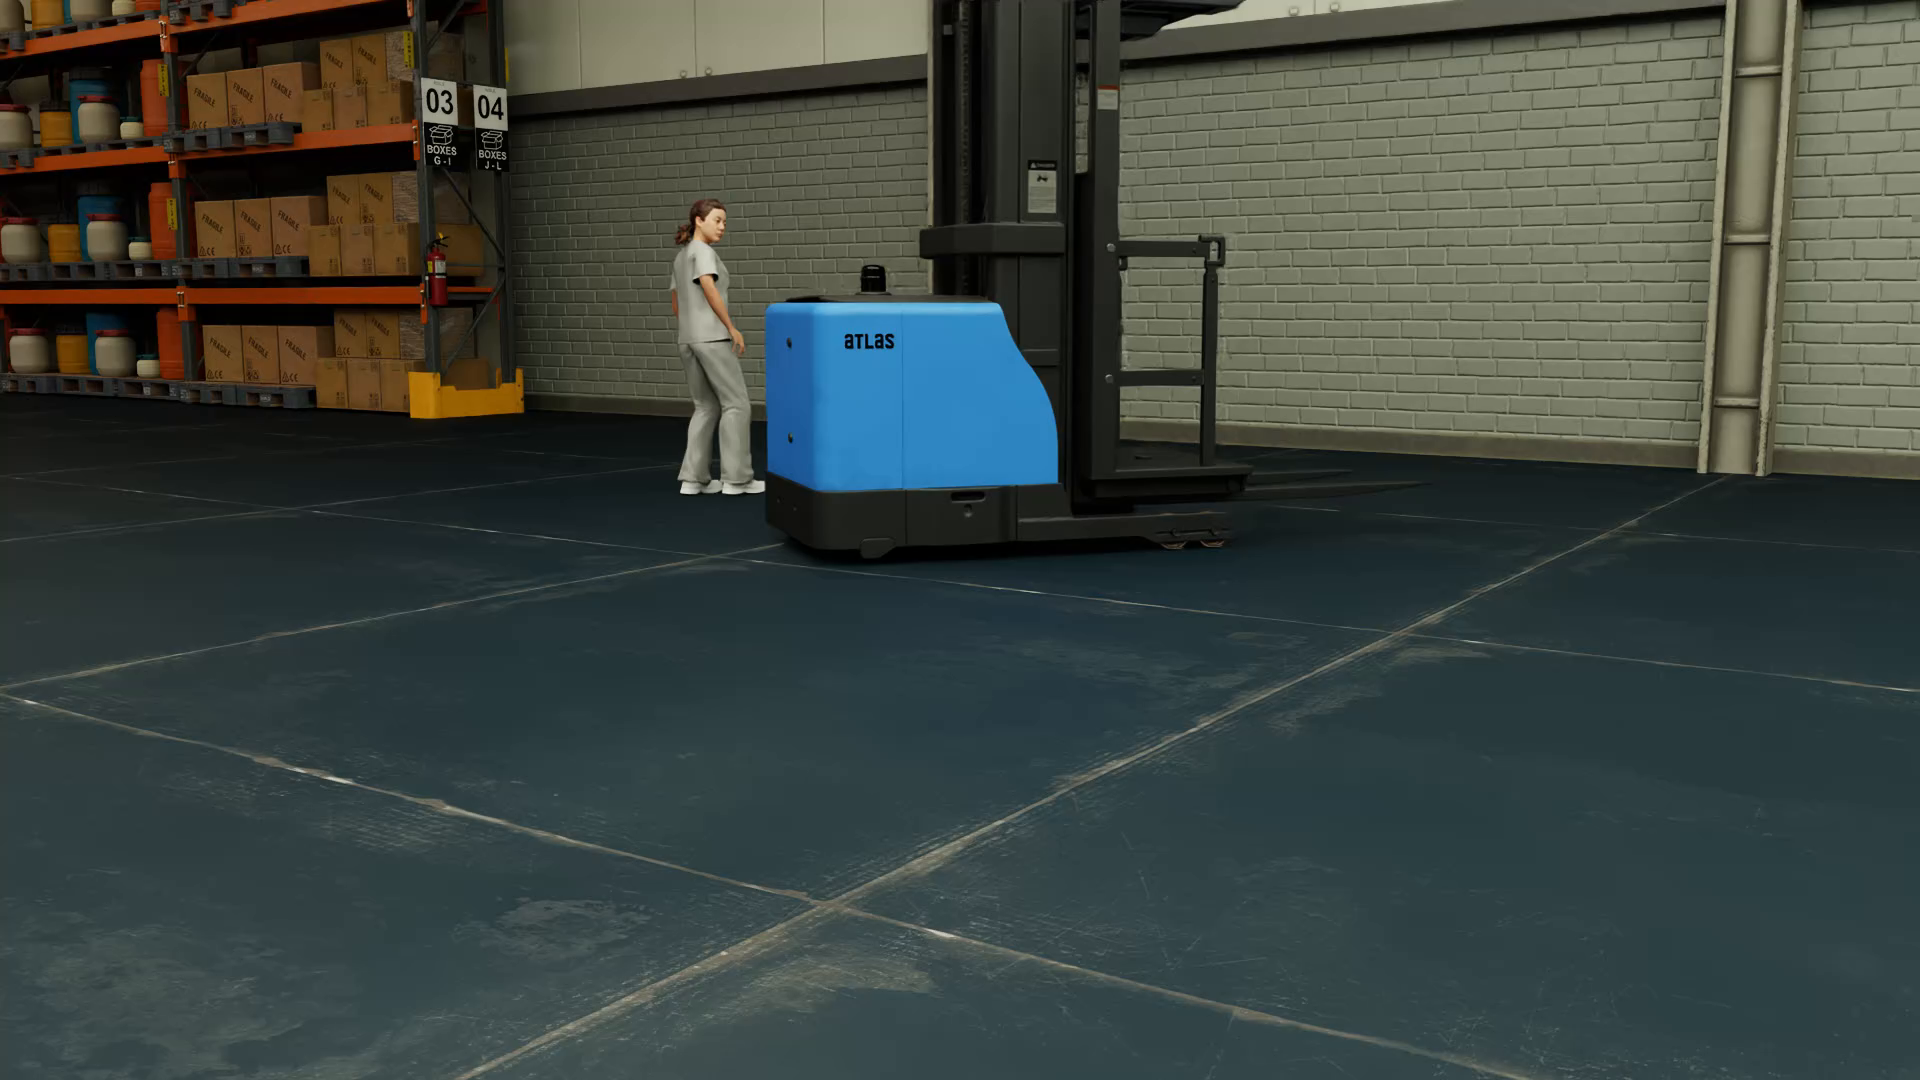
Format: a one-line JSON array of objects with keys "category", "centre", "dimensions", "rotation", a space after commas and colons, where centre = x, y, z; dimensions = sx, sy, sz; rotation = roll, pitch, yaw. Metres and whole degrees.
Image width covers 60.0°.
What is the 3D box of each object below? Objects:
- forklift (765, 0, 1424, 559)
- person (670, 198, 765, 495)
[{"category": "forklift", "centre": [0.676, -1.474, 7.557], "dimensions": [3.031, 2.935, 1.130], "rotation": [-3, 9, -19]}, {"category": "person", "centre": [-1.370, -1.085, 9.375], "dimensions": [0.482, 1.653, 0.646], "rotation": [-6, 10, -37]}]
